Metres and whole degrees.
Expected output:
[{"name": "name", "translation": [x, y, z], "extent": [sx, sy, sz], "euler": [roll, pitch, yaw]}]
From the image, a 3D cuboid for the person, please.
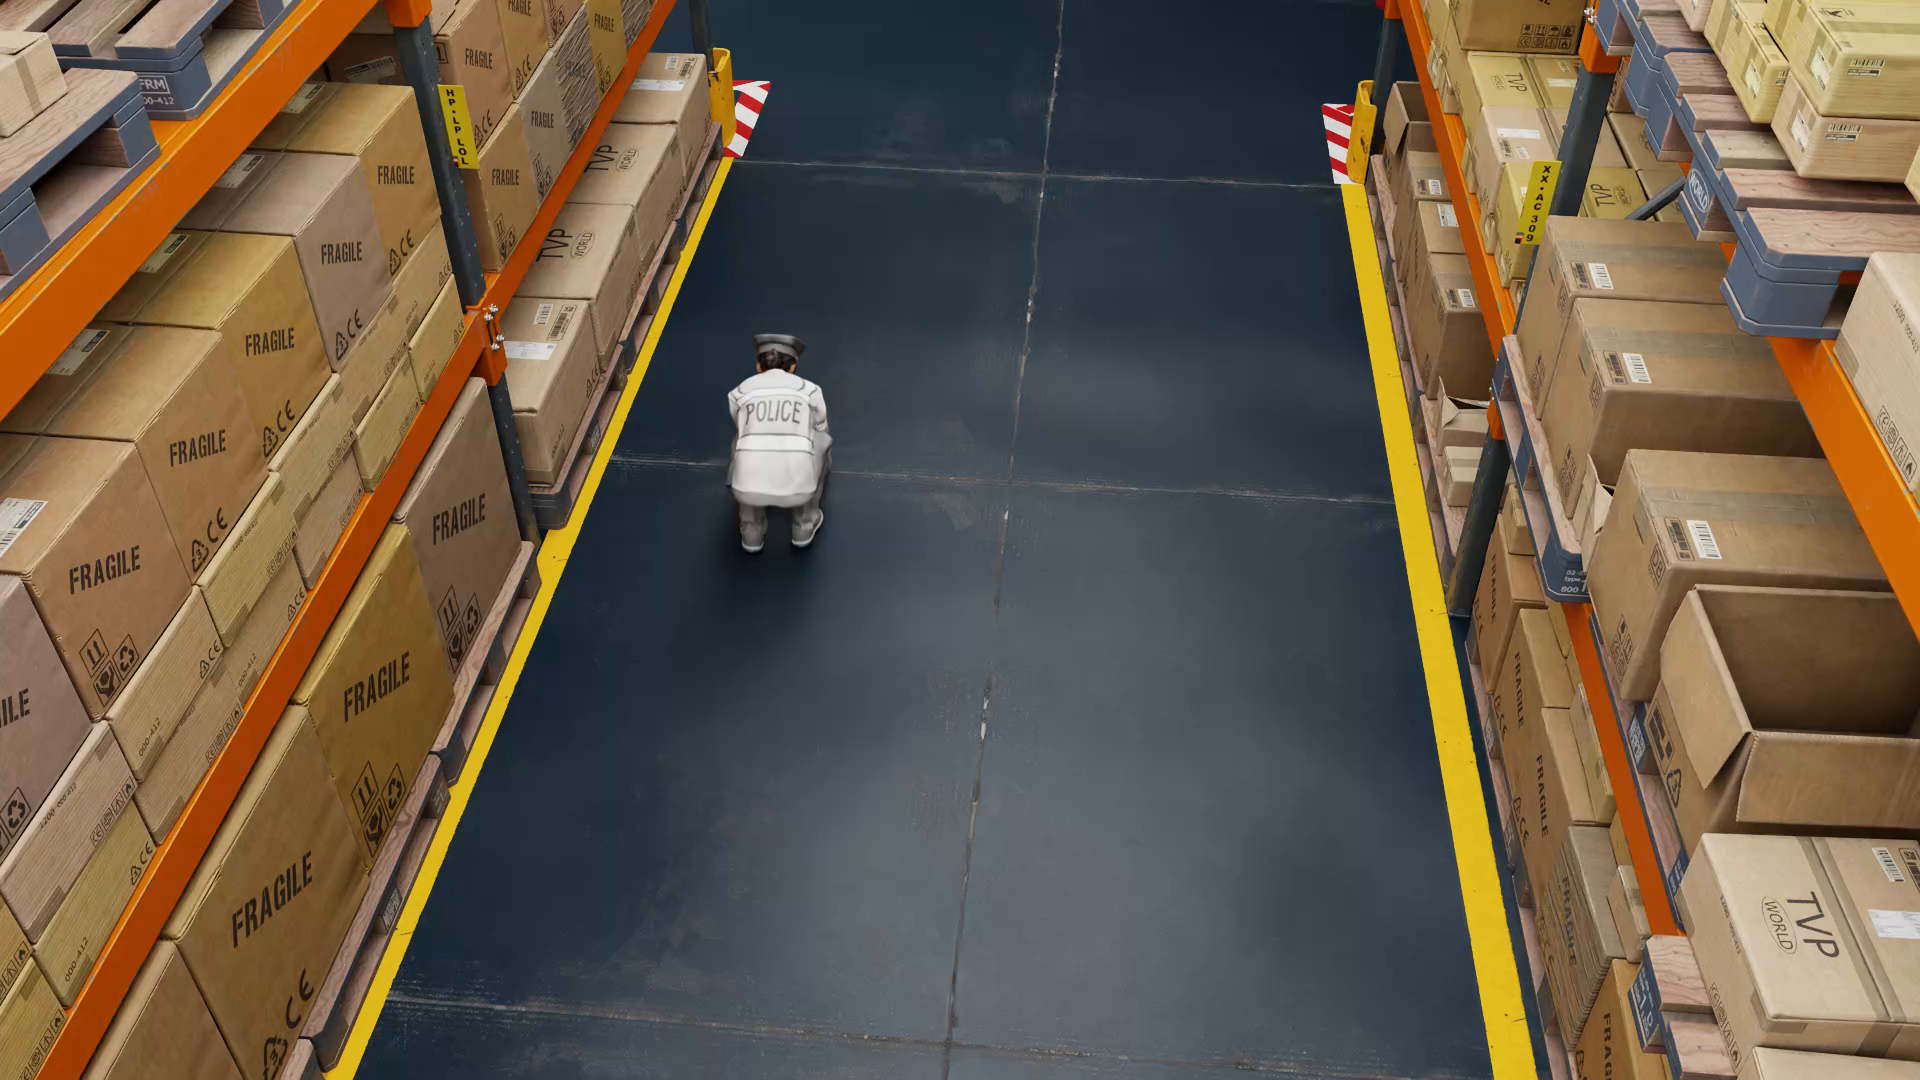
[{"name": "person", "translation": [-0.800, -0.402, 7.362], "extent": [0.456, 0.819, 0.899], "euler": [2, 40, 2]}]
